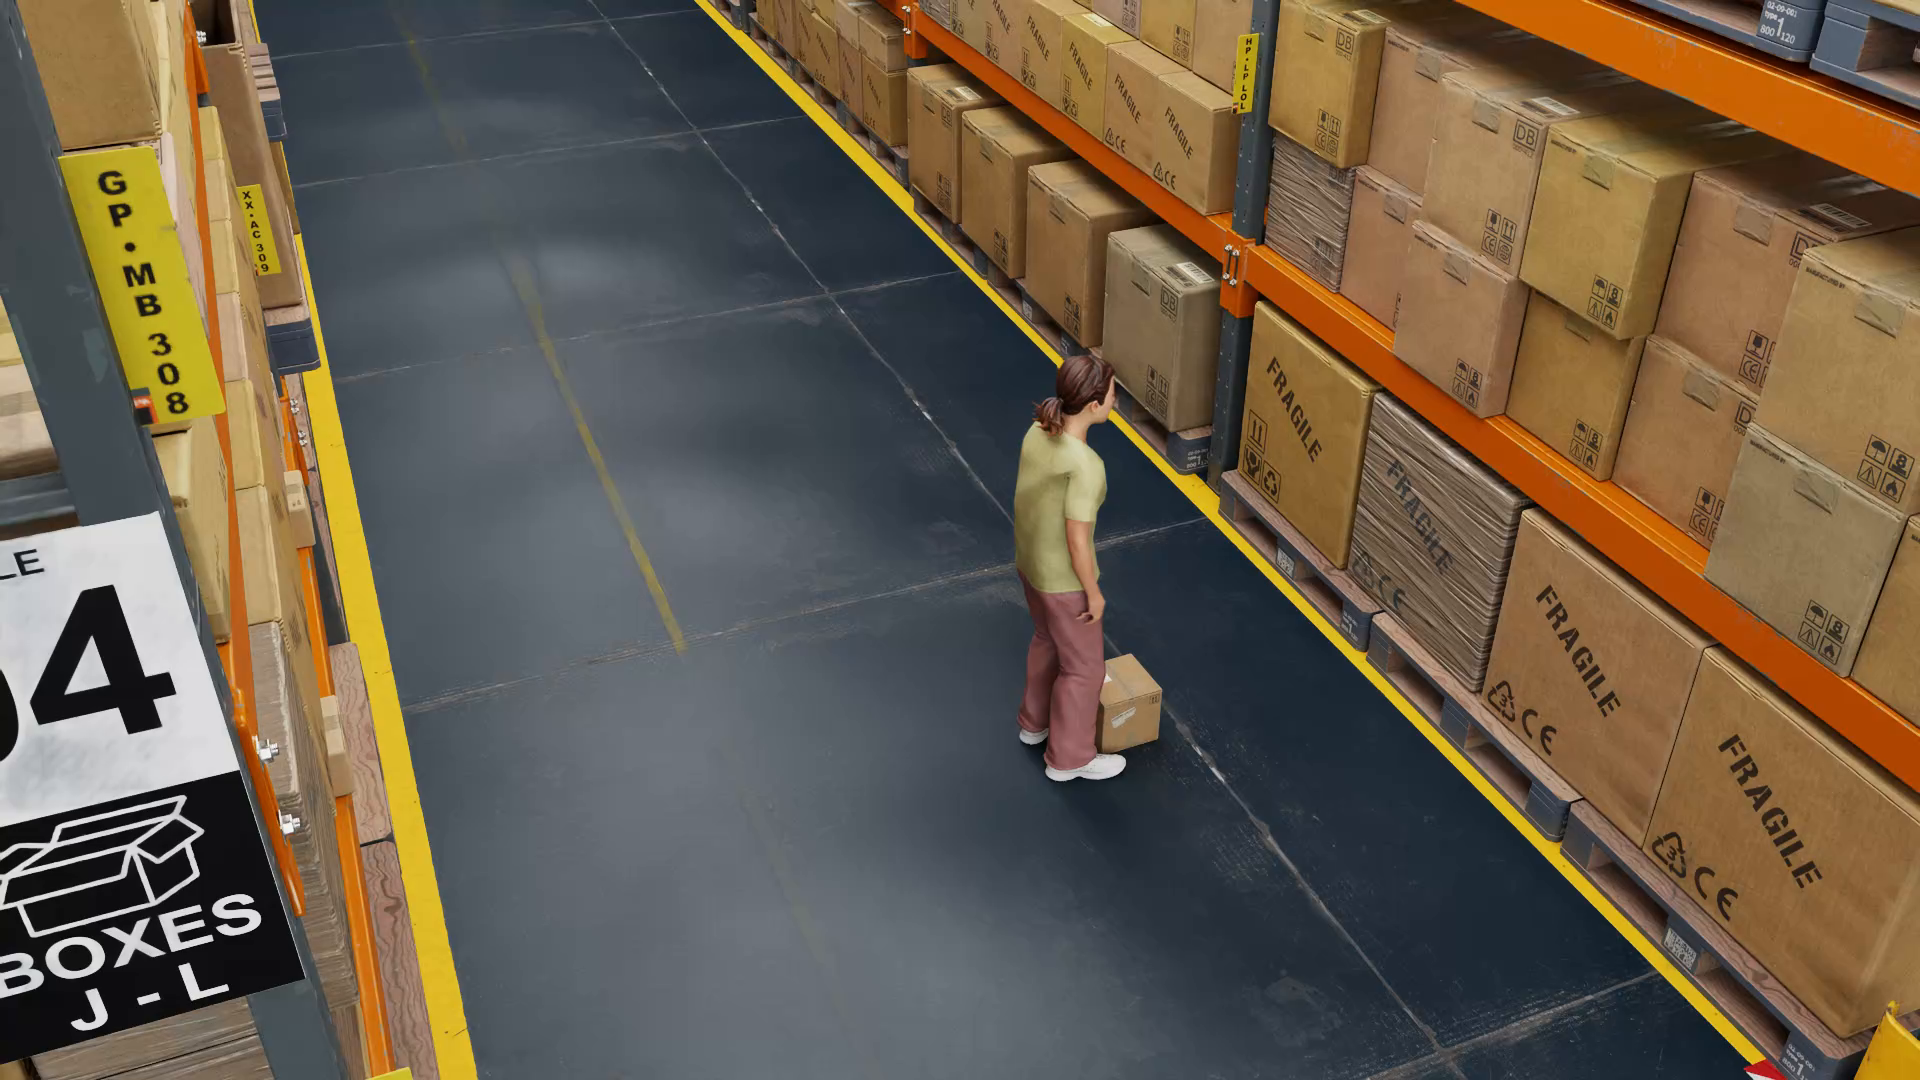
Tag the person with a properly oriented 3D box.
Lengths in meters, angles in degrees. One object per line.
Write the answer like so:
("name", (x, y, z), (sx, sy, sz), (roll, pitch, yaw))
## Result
("person", (0.384, 0.106, 5.983), (0.363, 1.672, 0.496), (-14, 36, -20))
